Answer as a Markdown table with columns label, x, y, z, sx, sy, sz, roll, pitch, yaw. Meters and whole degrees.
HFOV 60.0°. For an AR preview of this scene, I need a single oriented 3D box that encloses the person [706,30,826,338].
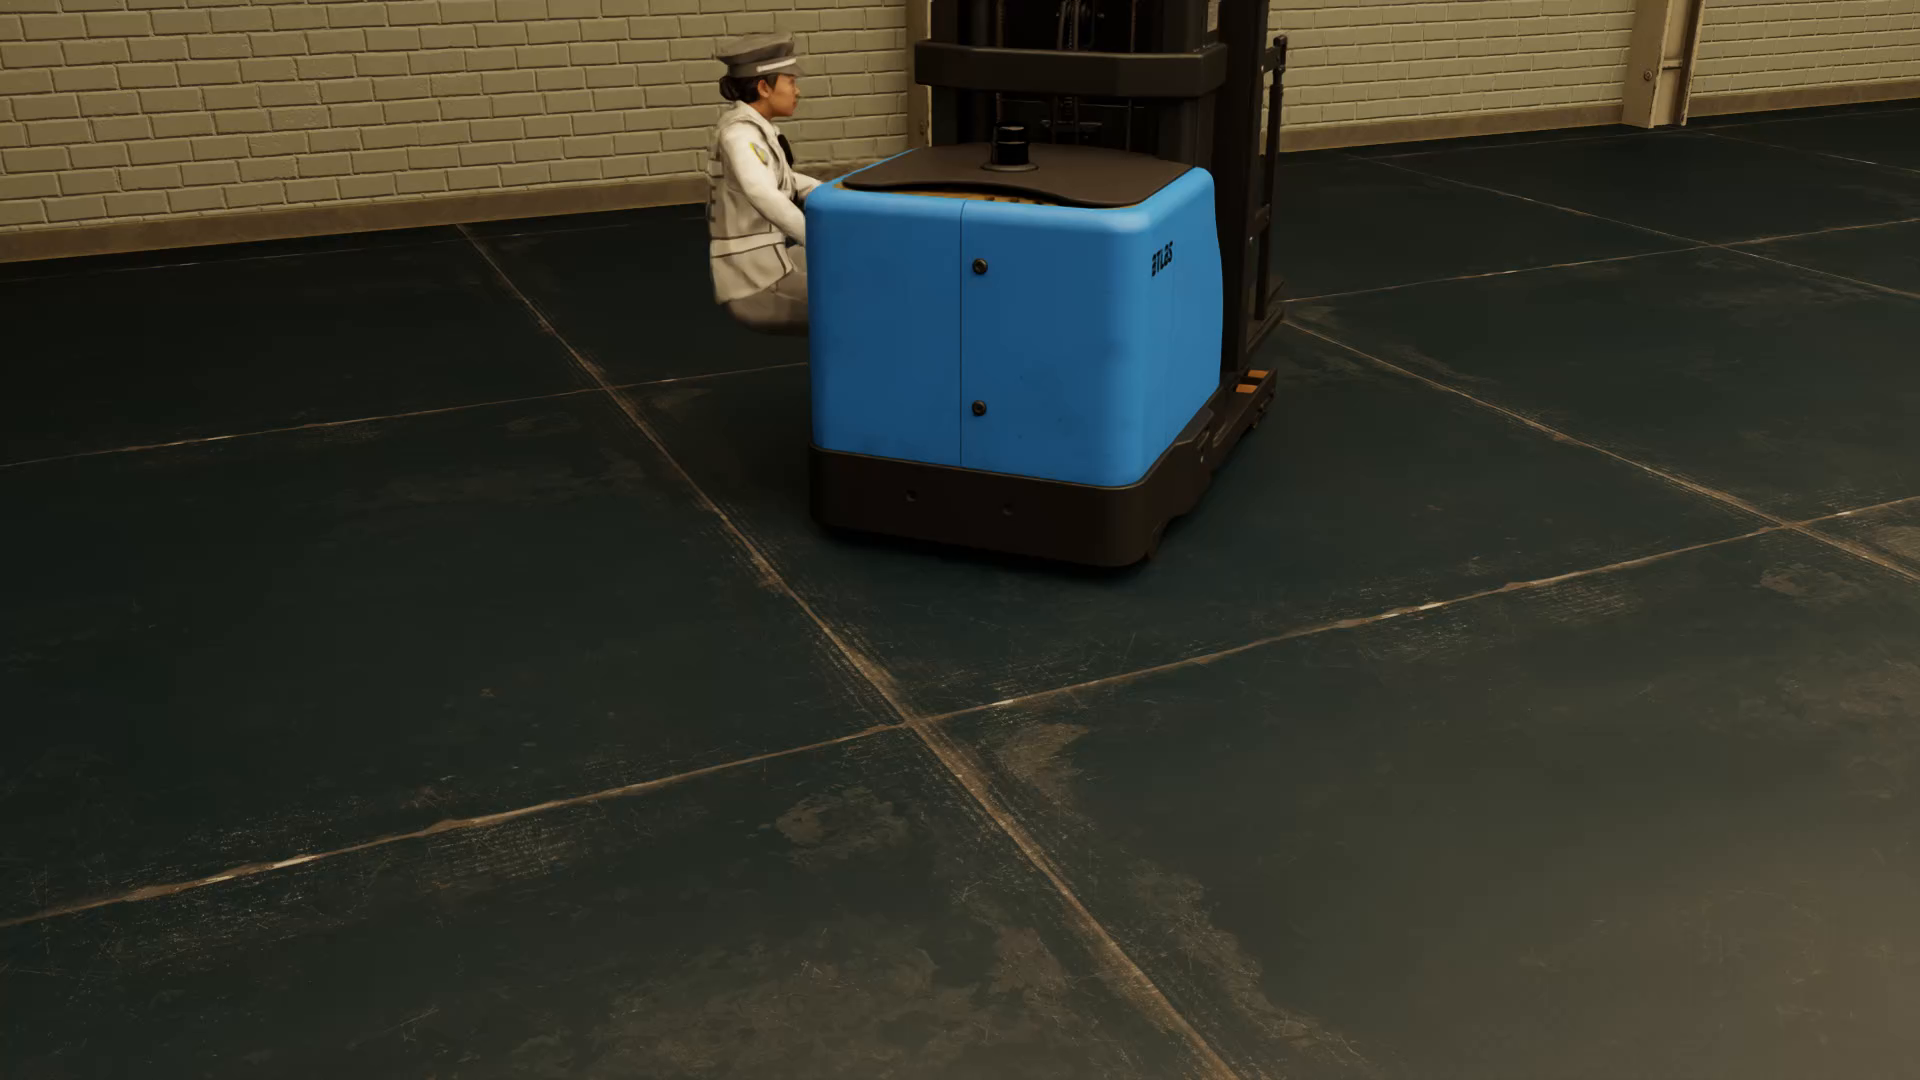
| label | x | y | z | sx | sy | sz | roll | pitch | yaw |
| --- | --- | --- | --- | --- | --- | --- | --- | --- | --- |
| person | -0.407 | -0.883 | 5.335 | 0.793 | 1.446 | 0.820 | -5 | 23 | -13 |

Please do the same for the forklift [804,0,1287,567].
| label | x | y | z | sx | sy | sz | roll | pitch | yaw |
| --- | --- | --- | --- | --- | --- | --- | --- | --- | --- |
| forklift | 0.552 | -1.811 | 5.645 | 1.130 | 2.935 | 3.031 | 9 | 24 | 20 |
